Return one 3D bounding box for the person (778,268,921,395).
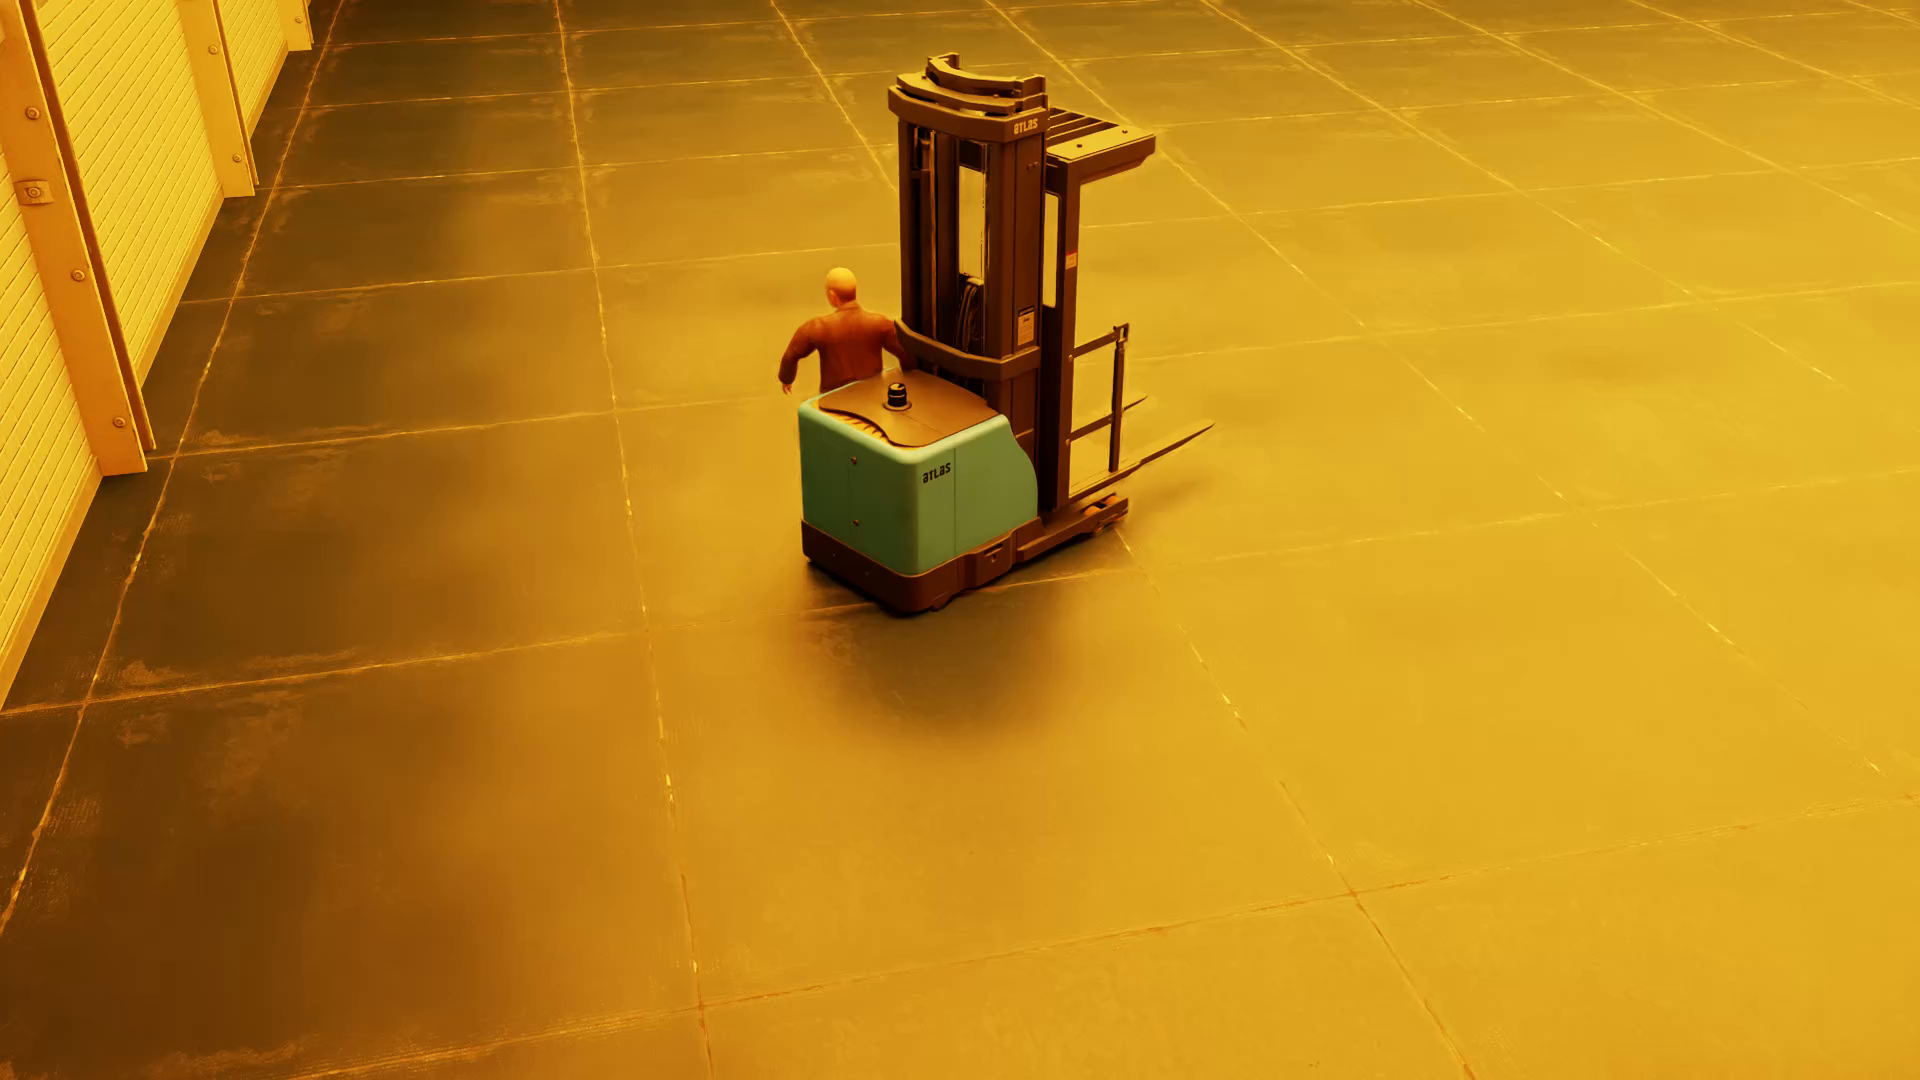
[{"bbox_3d":[-0.678,-0.925,10.462,0.912,1.756,0.669,-5,30,-9],"label":"person"}]

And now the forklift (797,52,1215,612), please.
[{"bbox_3d":[0.439,-1.481,10.133,3.031,2.935,1.130,-26,39,-37],"label":"forklift"}]
